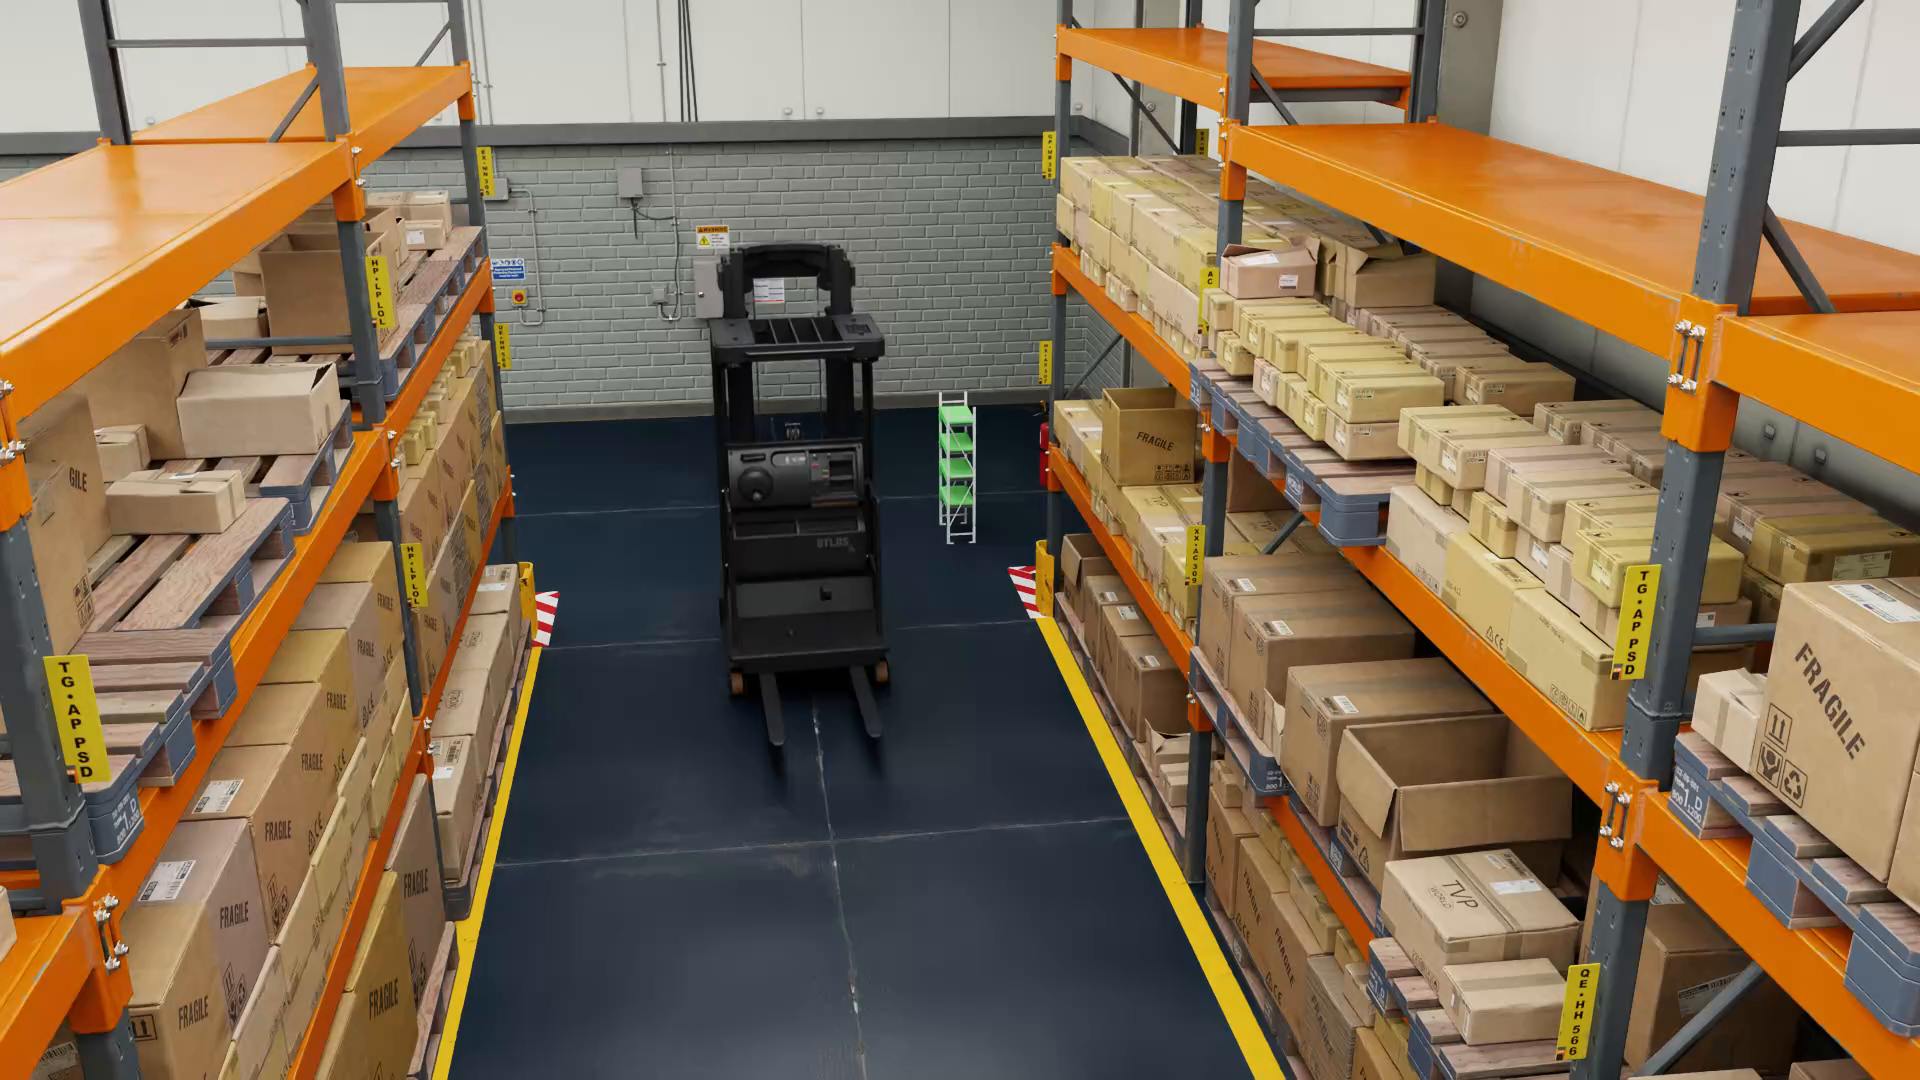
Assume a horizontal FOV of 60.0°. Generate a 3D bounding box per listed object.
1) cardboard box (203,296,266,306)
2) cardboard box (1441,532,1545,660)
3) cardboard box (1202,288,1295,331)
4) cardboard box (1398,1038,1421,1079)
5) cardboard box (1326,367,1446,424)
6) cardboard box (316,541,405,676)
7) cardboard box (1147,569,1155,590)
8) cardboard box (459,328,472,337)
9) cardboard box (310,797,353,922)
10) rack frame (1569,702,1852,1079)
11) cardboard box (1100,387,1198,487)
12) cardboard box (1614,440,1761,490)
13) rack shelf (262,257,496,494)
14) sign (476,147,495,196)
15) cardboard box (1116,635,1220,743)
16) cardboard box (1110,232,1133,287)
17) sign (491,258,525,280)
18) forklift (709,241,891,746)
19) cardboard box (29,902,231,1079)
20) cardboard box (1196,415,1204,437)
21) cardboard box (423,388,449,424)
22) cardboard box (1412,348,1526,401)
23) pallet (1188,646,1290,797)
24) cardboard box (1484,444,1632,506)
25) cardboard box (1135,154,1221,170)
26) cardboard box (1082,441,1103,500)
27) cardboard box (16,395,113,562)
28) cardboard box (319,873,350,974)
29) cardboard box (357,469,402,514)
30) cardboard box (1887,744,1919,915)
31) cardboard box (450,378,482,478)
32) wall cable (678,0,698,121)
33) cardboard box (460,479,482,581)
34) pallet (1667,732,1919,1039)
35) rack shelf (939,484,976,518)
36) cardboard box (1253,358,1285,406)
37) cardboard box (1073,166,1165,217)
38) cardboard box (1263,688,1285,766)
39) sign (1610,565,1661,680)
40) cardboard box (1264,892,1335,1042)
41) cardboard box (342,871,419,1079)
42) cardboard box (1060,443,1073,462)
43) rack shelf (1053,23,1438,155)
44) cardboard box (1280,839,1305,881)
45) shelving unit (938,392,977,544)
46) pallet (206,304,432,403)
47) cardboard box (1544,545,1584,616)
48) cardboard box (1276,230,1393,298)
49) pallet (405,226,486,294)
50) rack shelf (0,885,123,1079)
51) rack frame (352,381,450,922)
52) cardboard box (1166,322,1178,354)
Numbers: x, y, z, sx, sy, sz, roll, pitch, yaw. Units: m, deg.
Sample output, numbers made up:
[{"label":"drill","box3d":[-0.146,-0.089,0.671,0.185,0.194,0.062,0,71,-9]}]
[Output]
[{"label":"cardboard box","box3d":[-3.611,-1.121,8.333,0.380,0.149,0.250,-2,21,-6]},{"label":"cardboard box","box3d":[1.936,0.166,5.487,0.500,0.250,0.500,-3,21,-8]},{"label":"cardboard box","box3d":[1.356,-1.090,7.824,0.380,0.149,0.250,-2,21,-6]},{"label":"cardboard box","box3d":[1.944,2.072,6.500,0.380,0.149,0.250,-2,21,-6]},{"label":"cardboard box","box3d":[1.636,-0.559,6.405,0.380,0.149,0.250,-3,21,-7]},{"label":"cardboard box","box3d":[-2.851,0.334,7.538,0.500,0.500,0.500,-2,21,-6]},{"label":"cardboard box","box3d":[1.320,0.205,9.813,0.380,0.149,0.250,-2,21,-6]},{"label":"cardboard box","box3d":[-3.430,-1.296,10.975,0.380,0.149,0.250,-3,21,-7]},{"label":"cardboard box","box3d":[-2.609,1.211,6.259,0.500,0.250,0.500,-3,21,-7]},{"label":"rack frame","box3d":[2.324,1.840,5.076,1.000,3.000,0.127,-3,21,-8]},{"label":"cardboard box","box3d":[1.186,-0.660,10.488,0.500,0.500,0.500,-2,21,-6]},{"label":"cardboard box","box3d":[2.414,-0.227,5.544,0.380,0.149,0.250,-2,21,-6]},{"label":"rack shelf","box3d":[-3.452,-1.054,9.566,1.077,0.370,4.000,-3,21,-8]},{"label":"sign","box3d":[-3.202,-2.484,11.213,0.100,0.325,0.005,-3,21,-8]},{"label":"cardboard box","box3d":[1.399,0.918,10.517,0.700,0.500,0.500,-4,21,-10]},{"label":"cardboard box","box3d":[1.217,-1.706,10.073,0.500,0.250,0.500,-3,21,-9]},{"label":"sign","box3d":[-4.633,-2.775,17.046,0.327,0.218,0.001,-3,21,-8]},{"label":"forklift","box3d":[-1.090,-0.440,11.279,1.130,2.935,3.031,-4,21,-10]},{"label":"cardboard box","box3d":[-2.417,1.393,4.700,0.500,0.500,0.500,-4,21,-10]},{"label":"cardboard box","box3d":[1.573,-0.674,11.598,0.500,0.250,0.500,-3,21,-8]},{"label":"cardboard box","box3d":[-3.154,-0.763,9.547,0.380,0.149,0.250,-3,21,-8]},{"label":"cardboard box","box3d":[2.041,-0.667,6.693,0.380,0.149,0.250,-3,21,-7]},{"label":"pallet","box3d":[1.754,0.827,8.063,1.003,0.211,1.213,-3,21,-8]},{"label":"cardboard box","box3d":[1.965,-0.201,5.474,0.380,0.149,0.250,-3,21,-9]},{"label":"cardboard box","box3d":[1.511,-2.498,11.480,0.500,0.250,0.500,-3,21,-9]},{"label":"cardboard box","box3d":[1.119,-0.478,11.073,0.500,0.250,0.500,-3,21,-9]},{"label":"cardboard box","box3d":[-3.129,-0.153,5.382,0.500,0.500,0.500,-3,21,-7]},{"label":"cardboard box","box3d":[-2.645,1.450,6.334,0.500,0.250,0.500,-3,21,-8]},{"label":"cardboard box","box3d":[-2.953,-0.235,8.132,0.380,0.149,0.250,-3,21,-9]},{"label":"cardboard box","box3d":[2.359,0.577,3.284,0.700,0.500,0.500,-3,21,-9]},{"label":"cardboard box","box3d":[-3.263,-0.688,10.272,0.500,0.500,0.500,-3,21,-8]},{"label":"wall cable","box3d":[-1.333,-5.626,16.438,2.988,3.039,0.133,-3,21,-8]},{"label":"cardboard box","box3d":[-3.181,-0.041,9.970,0.500,0.500,0.500,-2,21,-6]},{"label":"pallet","box3d":[2.510,0.754,3.968,1.213,0.211,1.003,-2,21,-5]},{"label":"rack shelf","box3d":[-0.024,-0.335,14.340,0.258,0.148,0.480,-3,21,-8]},{"label":"cardboard box","box3d":[1.485,-0.686,7.170,0.380,0.149,0.250,-3,21,-7]},{"label":"cardboard box","box3d":[1.041,-2.295,10.935,0.500,0.250,0.500,-3,21,-8]},{"label":"cardboard box","box3d":[1.568,0.822,7.395,0.396,0.266,0.258,-2,21,-5]},{"label":"sign","box3d":[1.787,0.219,4.390,0.100,0.325,0.005,-3,21,-8]},{"label":"cardboard box","box3d":[1.748,1.965,7.714,0.500,0.500,0.500,-4,21,-9]},{"label":"cardboard box","box3d":[-2.858,2.028,7.009,0.875,0.875,0.875,-2,21,-6]},{"label":"cardboard box","box3d":[0.946,-0.684,12.195,0.380,0.149,0.250,-3,21,-8]},{"label":"rack shelf","box3d":[1.459,-2.709,9.715,1.077,0.370,4.000,-3,21,-8]},{"label":"cardboard box","box3d":[1.753,1.538,7.931,0.380,0.149,0.250,-3,21,-9]},{"label":"shelving unit","box3d":[-0.024,-0.619,14.234,0.258,1.200,0.503,-3,21,-8]},{"label":"pallet","box3d":[-3.272,-0.941,8.361,1.003,0.211,1.213,-3,21,-8]},{"label":"cardboard box","box3d":[2.016,0.117,5.047,0.380,0.149,0.250,-3,21,-9]},{"label":"cardboard box","box3d":[1.957,-1.439,8.644,0.500,0.250,0.500,-3,21,-8]},{"label":"pallet","box3d":[-3.623,-1.785,10.623,1.003,0.211,1.213,-3,21,-8]},{"label":"rack shelf","box3d":[-2.299,1.716,2.150,1.077,0.370,4.000,-3,21,-8]},{"label":"rack frame","box3d":[-3.164,0.707,8.111,1.000,3.000,0.127,-3,21,-8]},{"label":"cardboard box","box3d":[1.341,-1.120,9.074,0.380,0.149,0.250,-2,21,-6]}]
